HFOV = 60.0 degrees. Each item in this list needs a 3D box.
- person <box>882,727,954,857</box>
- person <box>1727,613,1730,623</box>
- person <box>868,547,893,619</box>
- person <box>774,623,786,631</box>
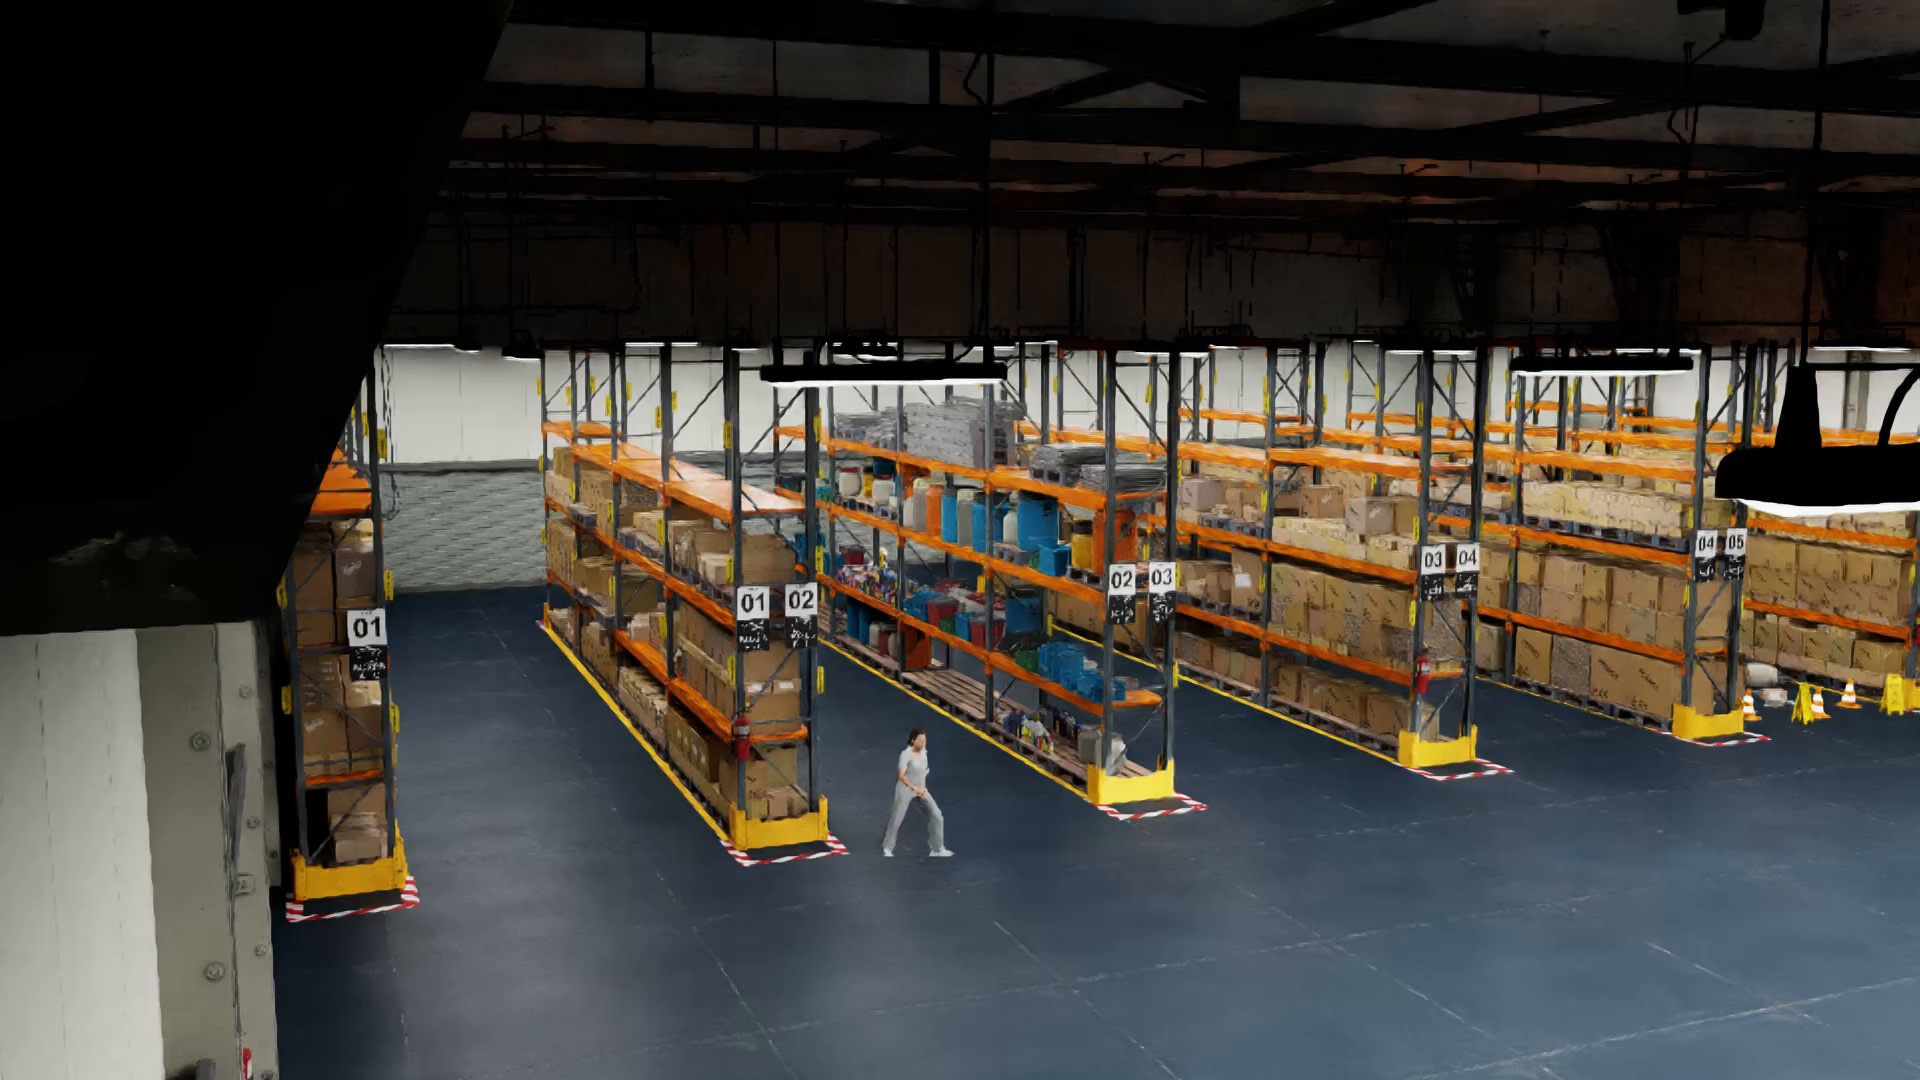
[{"bbox_3d":[-0.547,2.993,19.691,0.614,1.578,0.799,-6,10,-40],"label":"person"},{"bbox_3d":[15.640,1.072,34.027,0.459,1.675,0.525,1,7,8],"label":"person"},{"bbox_3d":[-1.688,0.990,34.506,0.754,1.712,0.689,7,10,42],"label":"person"},{"bbox_3d":[-3.278,1.781,28.898,0.592,1.629,0.532,-3,8,-24],"label":"person"}]
